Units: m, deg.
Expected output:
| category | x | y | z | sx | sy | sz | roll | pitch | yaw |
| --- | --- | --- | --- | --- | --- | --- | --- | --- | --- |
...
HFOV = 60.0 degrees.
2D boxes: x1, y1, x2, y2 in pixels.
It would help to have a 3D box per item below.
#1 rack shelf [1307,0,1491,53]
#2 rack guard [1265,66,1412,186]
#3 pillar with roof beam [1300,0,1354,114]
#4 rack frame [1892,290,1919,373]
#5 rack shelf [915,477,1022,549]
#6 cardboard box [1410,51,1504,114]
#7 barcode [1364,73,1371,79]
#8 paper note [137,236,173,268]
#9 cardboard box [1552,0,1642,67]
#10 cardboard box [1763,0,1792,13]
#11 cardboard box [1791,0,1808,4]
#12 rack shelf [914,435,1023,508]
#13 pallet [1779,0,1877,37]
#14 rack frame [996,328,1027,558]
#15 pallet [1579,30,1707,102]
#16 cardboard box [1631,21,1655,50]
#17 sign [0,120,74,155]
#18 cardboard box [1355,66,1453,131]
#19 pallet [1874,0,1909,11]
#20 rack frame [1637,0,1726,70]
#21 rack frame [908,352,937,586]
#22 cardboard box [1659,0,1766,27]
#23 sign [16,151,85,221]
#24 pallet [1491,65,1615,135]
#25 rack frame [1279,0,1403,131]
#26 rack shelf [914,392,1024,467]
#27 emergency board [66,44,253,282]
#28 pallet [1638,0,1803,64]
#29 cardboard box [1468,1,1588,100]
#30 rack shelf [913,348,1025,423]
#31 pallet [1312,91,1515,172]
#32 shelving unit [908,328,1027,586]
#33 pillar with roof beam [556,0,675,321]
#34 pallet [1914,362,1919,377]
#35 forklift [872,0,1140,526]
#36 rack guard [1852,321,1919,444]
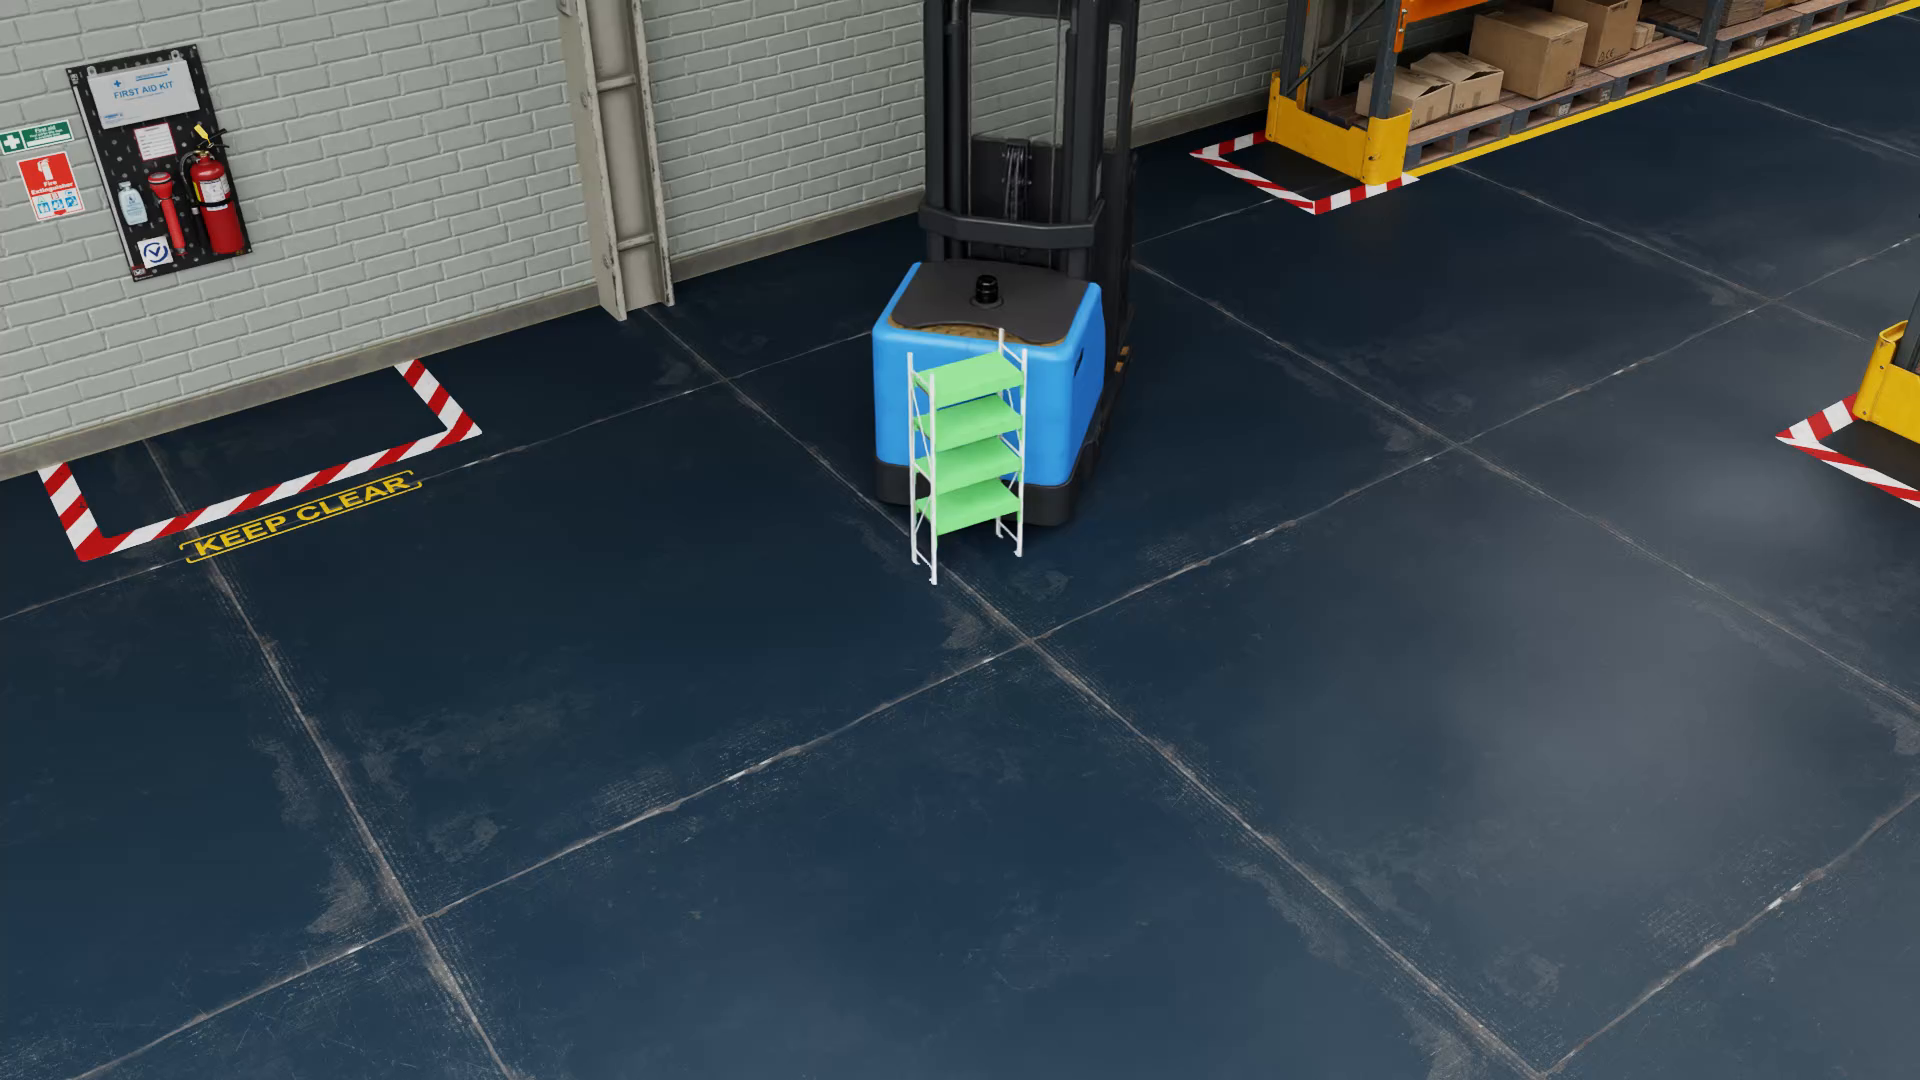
| category | x | y | z | sx | sy | sz | roll | pitch | yaw |
| --- | --- | --- | --- | --- | --- | --- | --- | --- | --- |
| rack shelf | 4.391 | -4.487 | 12.850 | 4.000 | 0.370 | 1.077 | -22 | 41 | -28 |
| rack guard | 2.818 | -3.118 | 12.470 | 0.348 | 0.500 | 1.175 | -22 | 41 | -28 |
| pillar with roof beam | 5.310 | -5.136 | 7.997 | 0.400 | 9.000 | 9.100 | -22 | 41 | -28 |
| rack frame | 5.613 | -1.744 | 8.419 | 0.127 | 3.000 | 1.000 | -22 | 41 | -28 |
| rack shelf | 0.035 | -0.145 | 8.258 | 0.480 | 0.148 | 0.258 | -18 | 39 | -23 |
| cardboard box | 3.839 | -3.575 | 12.892 | 0.500 | 0.311 | 0.500 | -19 | 40 | -24 |
| barcode | 3.158 | -3.584 | 12.896 | 0.075 | 0.075 | 0.001 | -22 | 41 | -28 |
| paper note | -4.301 | -1.540 | 8.890 | 0.142 | 0.148 | 0.016 | -22 | 41 | -28 |
| cardboard box | 5.200 | -4.248 | 13.665 | 0.500 | 0.500 | 0.500 | -26 | 43 | -31 |
| cardboard box | 7.011 | -5.069 | 14.807 | 0.500 | 0.500 | 0.700 | -23 | 42 | -29 |
| cardboard box | 7.452 | -5.222 | 15.019 | 0.500 | 0.500 | 0.700 | -22 | 41 | -27 |
| rack shelf | 0.035 | -0.340 | 8.118 | 0.480 | 0.148 | 0.258 | -18 | 39 | -23 |
| pallet | 7.659 | -4.995 | 15.328 | 1.213 | 0.211 | 1.003 | -22 | 41 | -28 |
| rack frame | 0.249 | -0.460 | 8.175 | 0.015 | 1.200 | 0.240 | -18 | 39 | -23 |
| pallet | 5.497 | -4.077 | 14.052 | 1.213 | 0.211 | 1.003 | -22 | 41 | -28 |
| cardboard box | 5.606 | -4.286 | 14.004 | 0.250 | 0.166 | 0.380 | -28 | 44 | -33 |
| sign | -4.619 | -2.014 | 8.310 | 0.331 | 0.109 | 0.001 | -22 | 41 | -28 |
| cardboard box | 3.373 | -3.384 | 12.625 | 0.500 | 0.311 | 0.500 | -28 | 44 | -33 |
| pallet | 8.656 | -5.403 | 15.896 | 1.213 | 0.211 | 1.003 | -22 | 41 | -28 |
| rack frame | 6.026 | -5.452 | 13.575 | 0.127 | 3.000 | 1.000 | -22 | 41 | -28 |
| rack frame | -0.180 | -0.324 | 7.986 | 0.015 | 1.200 | 0.240 | -18 | 39 | -23 |
| cardboard box | 6.618 | -4.871 | 14.532 | 0.500 | 0.500 | 0.700 | -21 | 41 | -26 |
| sign | -4.628 | -1.802 | 8.469 | 0.234 | 0.329 | 0.001 | -22 | 41 | -28 |
| pallet | 4.499 | -3.665 | 13.478 | 1.213 | 0.211 | 1.003 | -22 | 41 | -28 |
| rack frame | 2.756 | -4.107 | 11.704 | 0.127 | 3.000 | 1.000 | -22 | 41 | -28 |
| rack shelf | 0.035 | -0.535 | 7.978 | 0.480 | 0.148 | 0.258 | -18 | 39 | -23 |
| emergency board | -4.116 | -1.924 | 8.669 | 0.643 | 1.169 | 0.194 | -22 | 41 | -28 |
| pallet | 6.661 | -4.583 | 14.754 | 1.213 | 0.211 | 1.003 | -22 | 41 | -28 |
| cardboard box | 4.468 | -3.875 | 13.146 | 0.500 | 0.500 | 0.700 | -25 | 43 | -31 |
| rack shelf | 0.035 | -0.730 | 7.838 | 0.480 | 0.148 | 0.258 | -18 | 39 | -23 |
| pallet | 3.503 | -3.257 | 12.911 | 1.213 | 0.211 | 1.003 | -22 | 41 | -28 |
| shelving unit | 0.035 | -0.392 | 8.081 | 0.503 | 1.200 | 0.258 | -18 | 39 | -23 |
| pillar with roof beam | 0.406 | -3.118 | 5.191 | 0.400 | 9.000 | 9.100 | -22 | 41 | -28 |
| pallet | 6.214 | -0.889 | 9.619 | 1.213 | 0.211 | 1.003 | -22 | 41 | -28 |
| forklift | 0.414 | -2.121 | 9.002 | 1.130 | 2.935 | 3.031 | 9 | 37 | 12 |
| rack guard | 5.593 | -0.721 | 9.138 | 0.348 | 0.500 | 1.175 | -22 | 41 | -28 |
